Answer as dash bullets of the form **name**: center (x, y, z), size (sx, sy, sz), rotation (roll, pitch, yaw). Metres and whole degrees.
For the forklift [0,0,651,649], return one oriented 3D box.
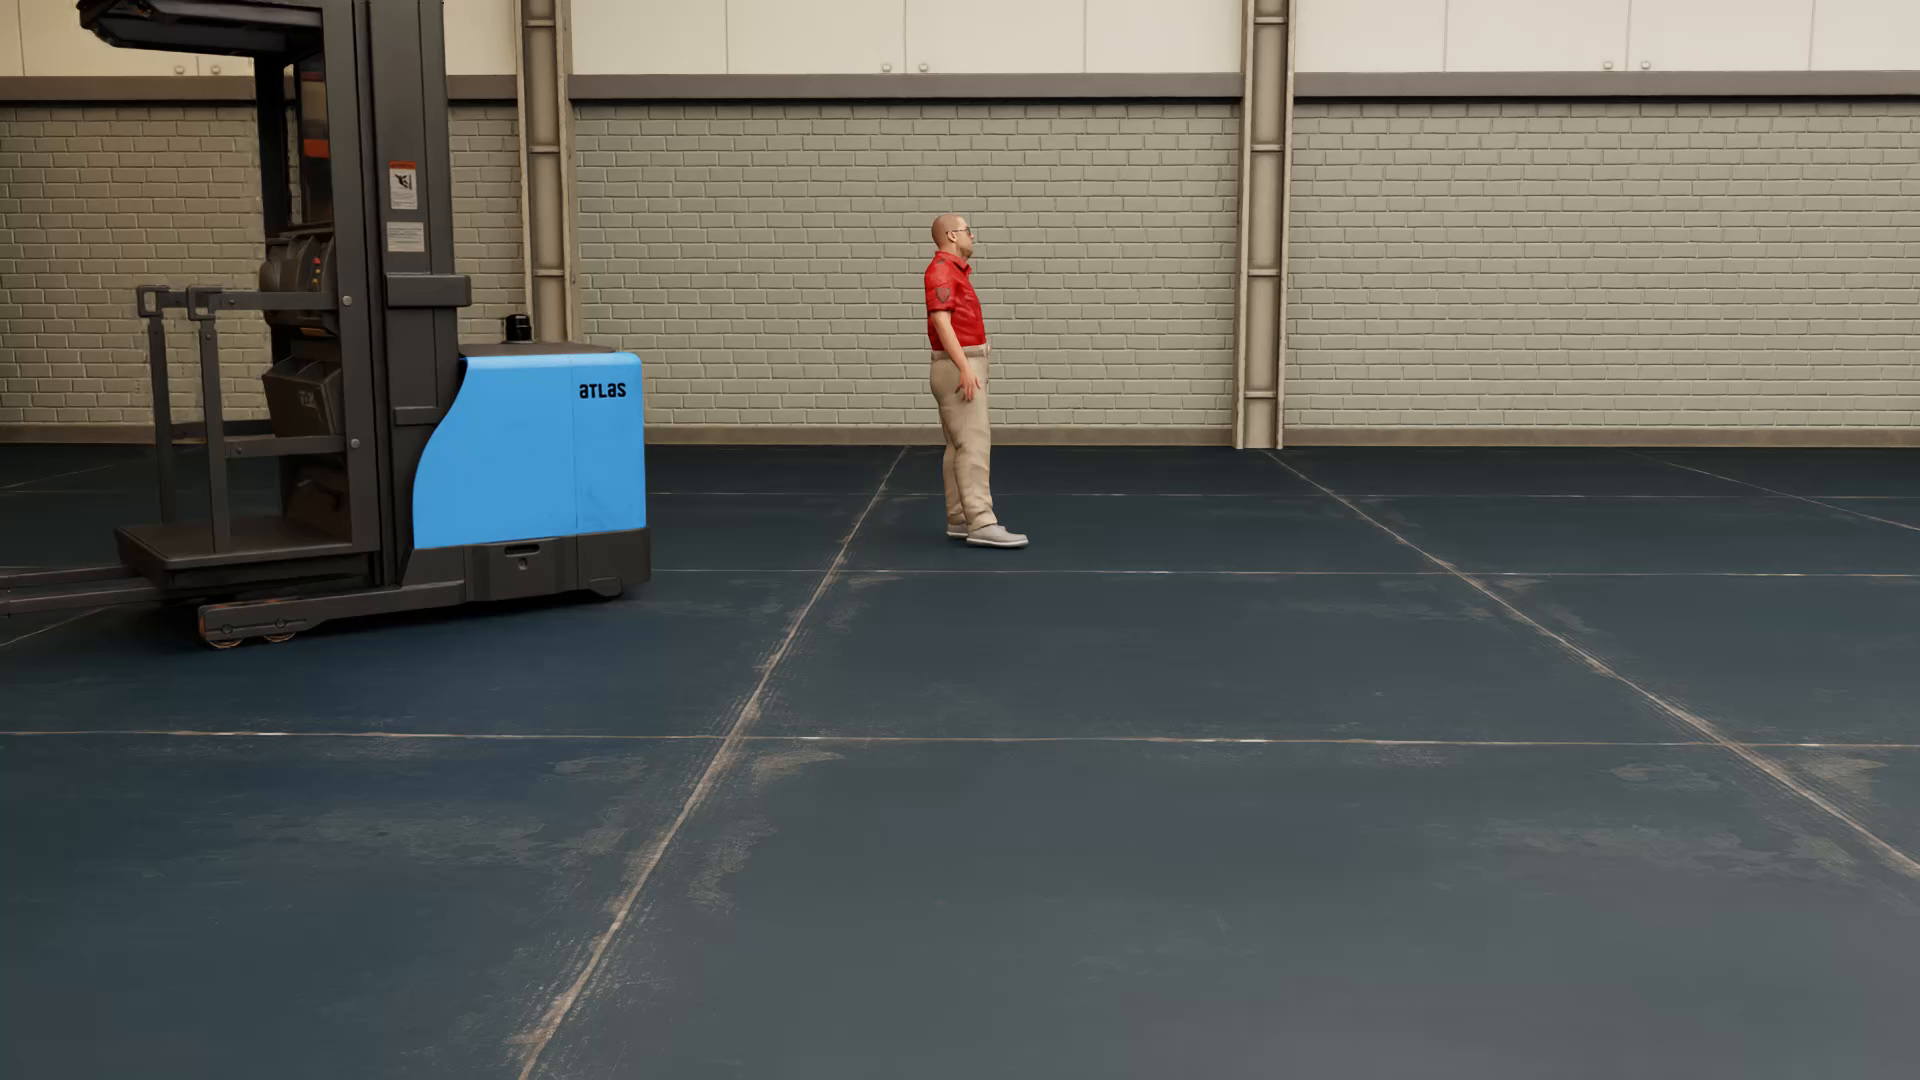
- **forklift**: center (-2.862, -1.127, 6.673), size (3.031, 2.935, 1.130), rotation (-6, 11, -35)

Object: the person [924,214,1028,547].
- **person**: center (0.090, -0.860, 8.857), size (0.550, 1.727, 0.642), rotation (0, 9, 1)
